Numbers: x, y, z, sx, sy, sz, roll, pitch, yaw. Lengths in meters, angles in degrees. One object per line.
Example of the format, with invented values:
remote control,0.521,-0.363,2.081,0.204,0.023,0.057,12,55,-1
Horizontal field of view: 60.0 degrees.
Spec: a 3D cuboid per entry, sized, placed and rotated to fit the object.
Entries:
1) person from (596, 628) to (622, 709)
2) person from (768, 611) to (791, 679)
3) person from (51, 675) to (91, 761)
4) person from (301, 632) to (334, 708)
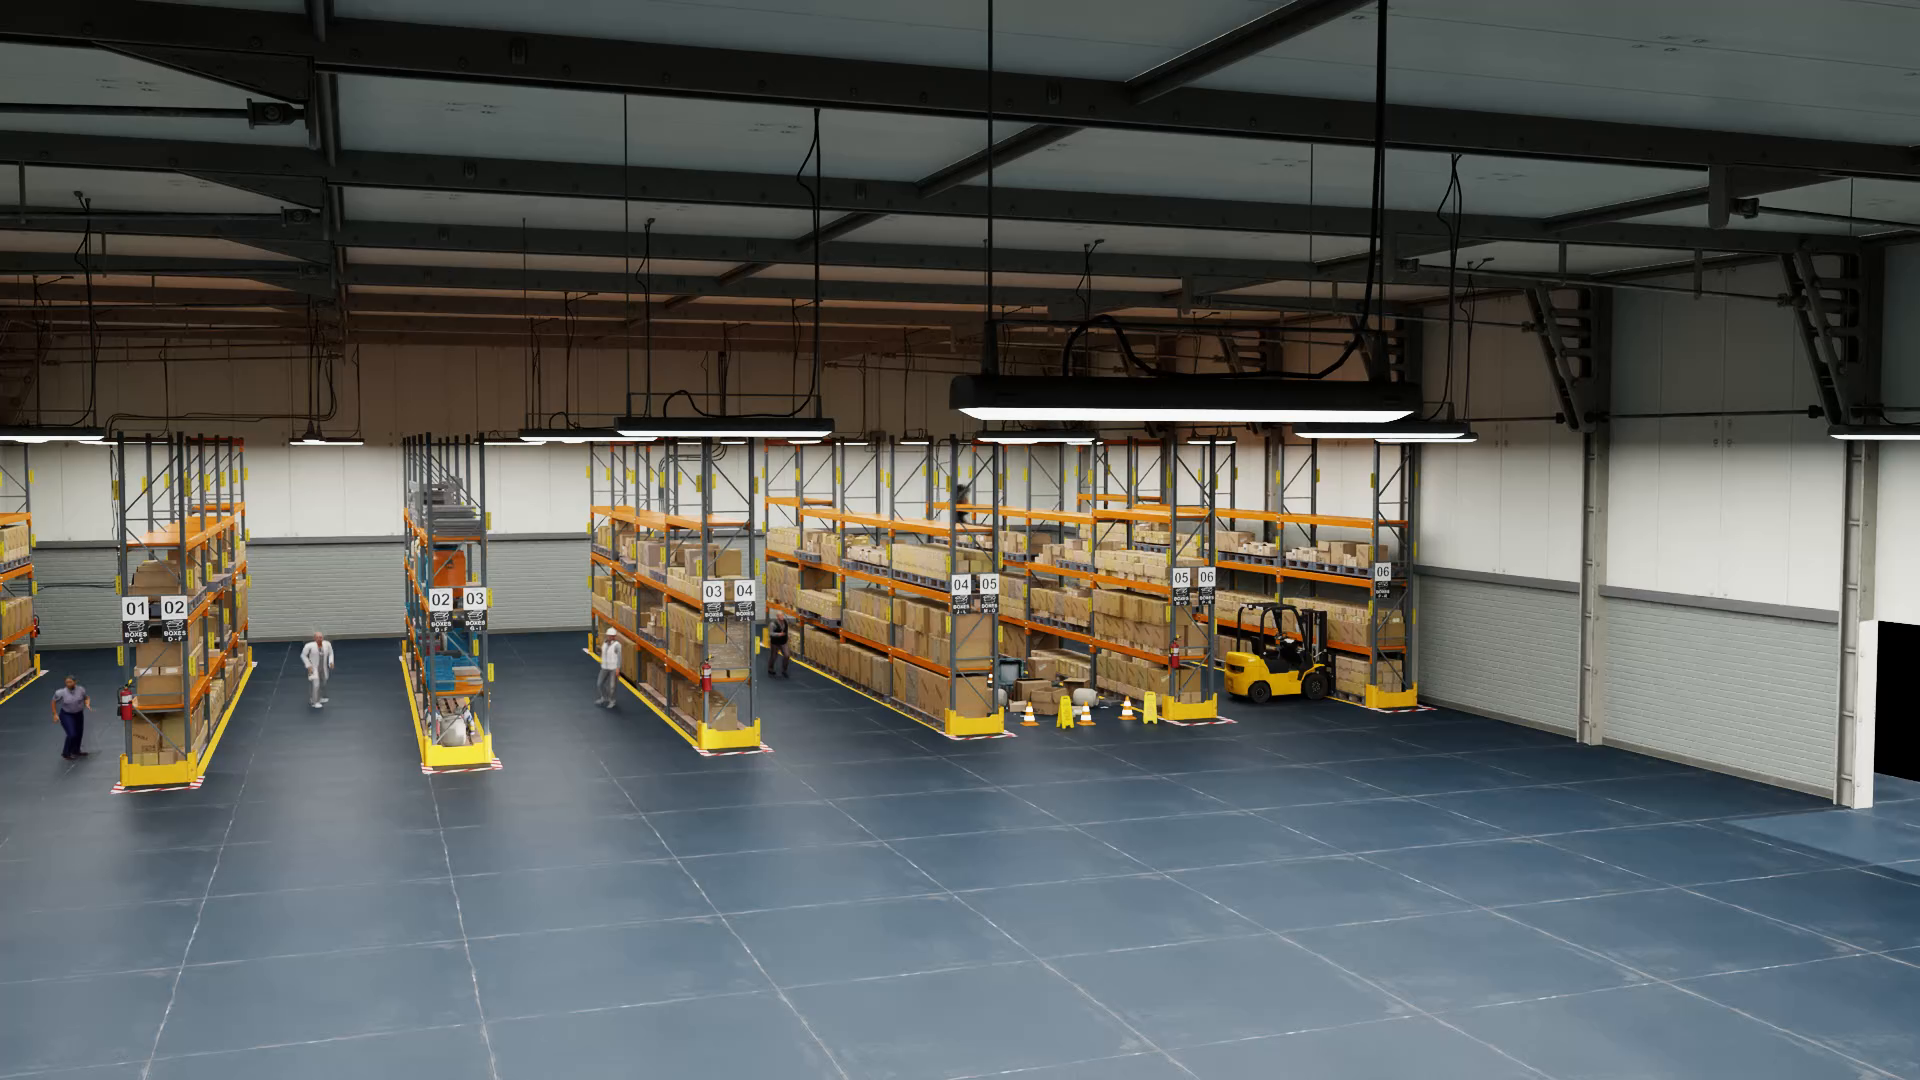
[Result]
person,-7.724,2.820,36.589,0.677,1.788,0.466,1,3,16
person,-4.502,2.598,41.372,0.651,1.697,0.976,-2,4,-28
person,-16.291,3.292,30.617,0.774,1.589,0.628,2,4,28
person,-14.170,2.844,36.684,0.932,1.690,0.733,3,4,42
